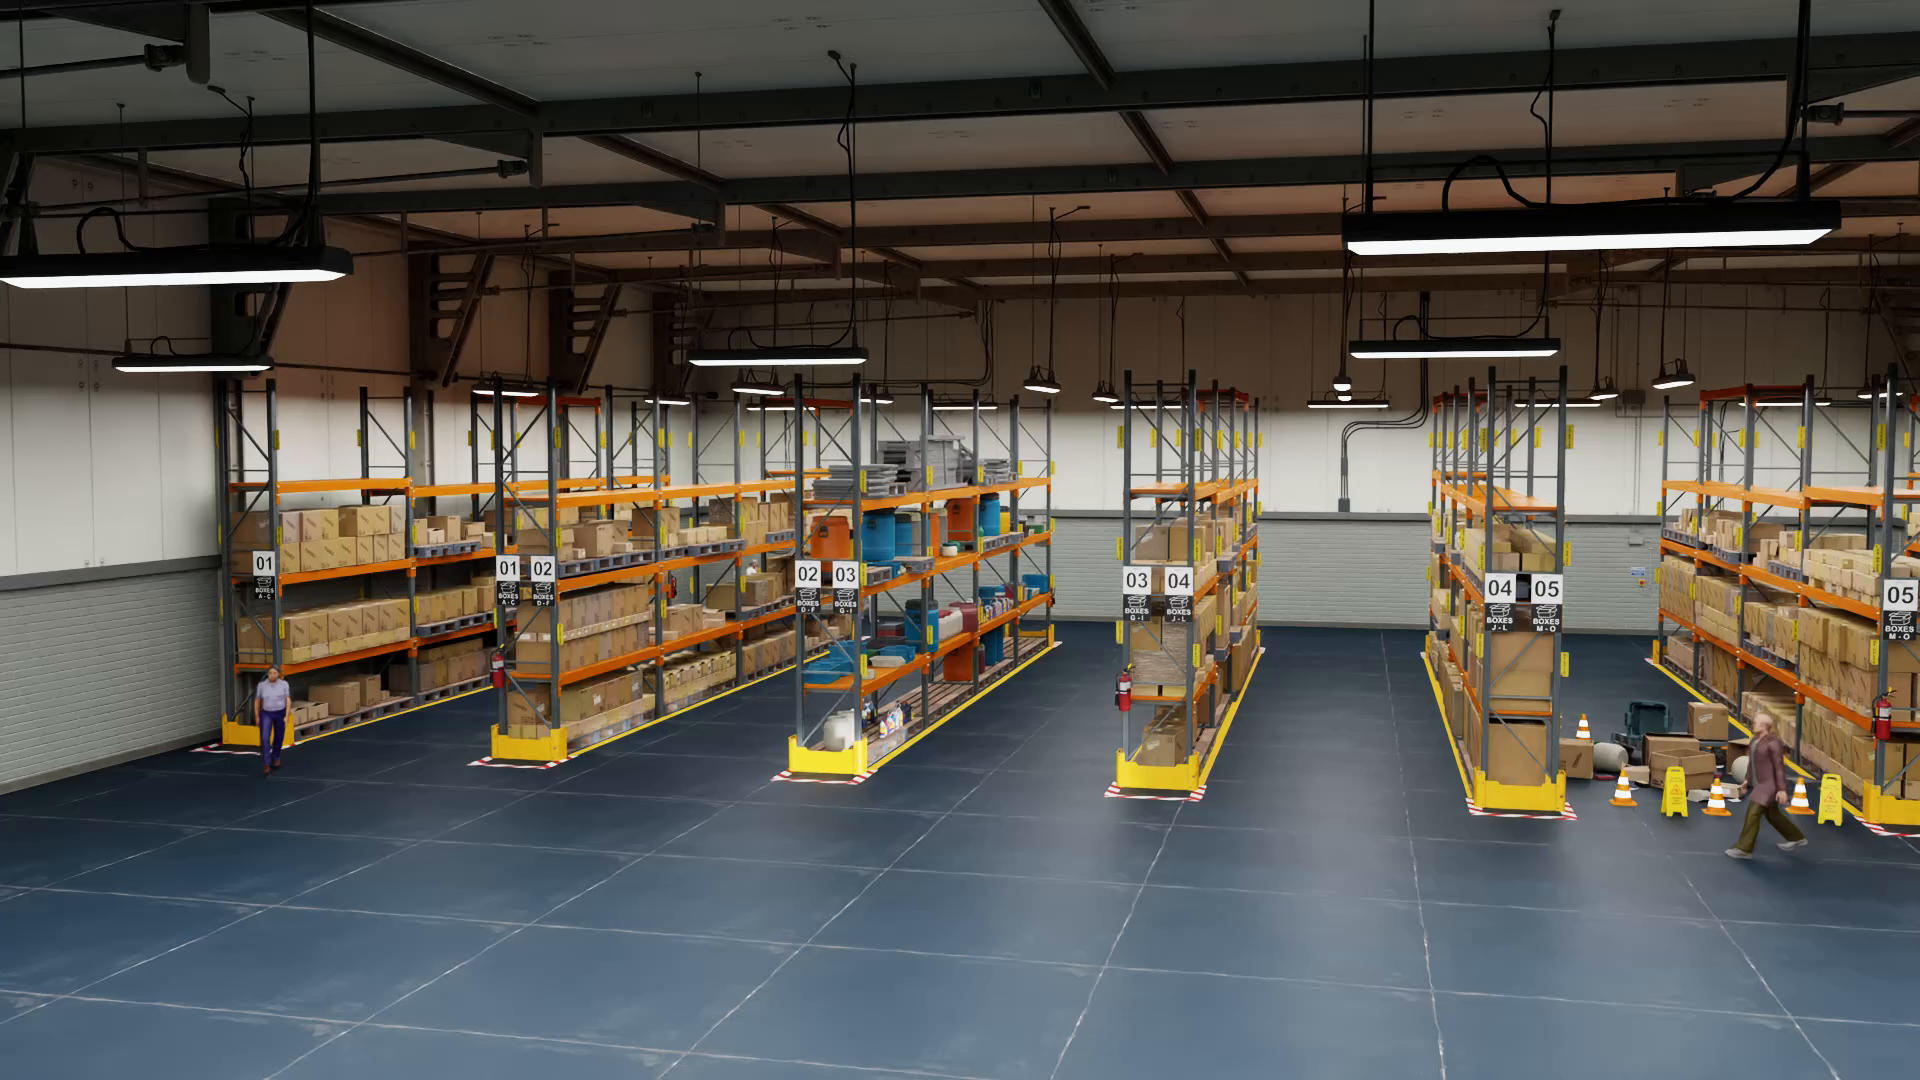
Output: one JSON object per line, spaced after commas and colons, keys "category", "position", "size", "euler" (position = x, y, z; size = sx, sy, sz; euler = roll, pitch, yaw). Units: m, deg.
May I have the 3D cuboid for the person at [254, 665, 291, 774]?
{"category": "person", "position": [-10.368, 2.676, 25.083], "size": [0.528, 1.593, 0.980], "euler": [-2, 4, -33]}

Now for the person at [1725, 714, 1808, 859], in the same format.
{"category": "person", "position": [9.654, 2.935, 19.891], "size": [1.134, 1.732, 0.642], "euler": [0, 3, -6]}

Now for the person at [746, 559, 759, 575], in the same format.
{"category": "person", "position": [-5.795, 1.371, 46.715], "size": [0.435, 1.687, 0.507], "euler": [1, 4, 17]}

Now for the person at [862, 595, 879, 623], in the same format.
{"category": "person", "position": [-2.533, 1.431, 45.609], "size": [0.822, 1.644, 0.435], "euler": [2, 4, 32]}
